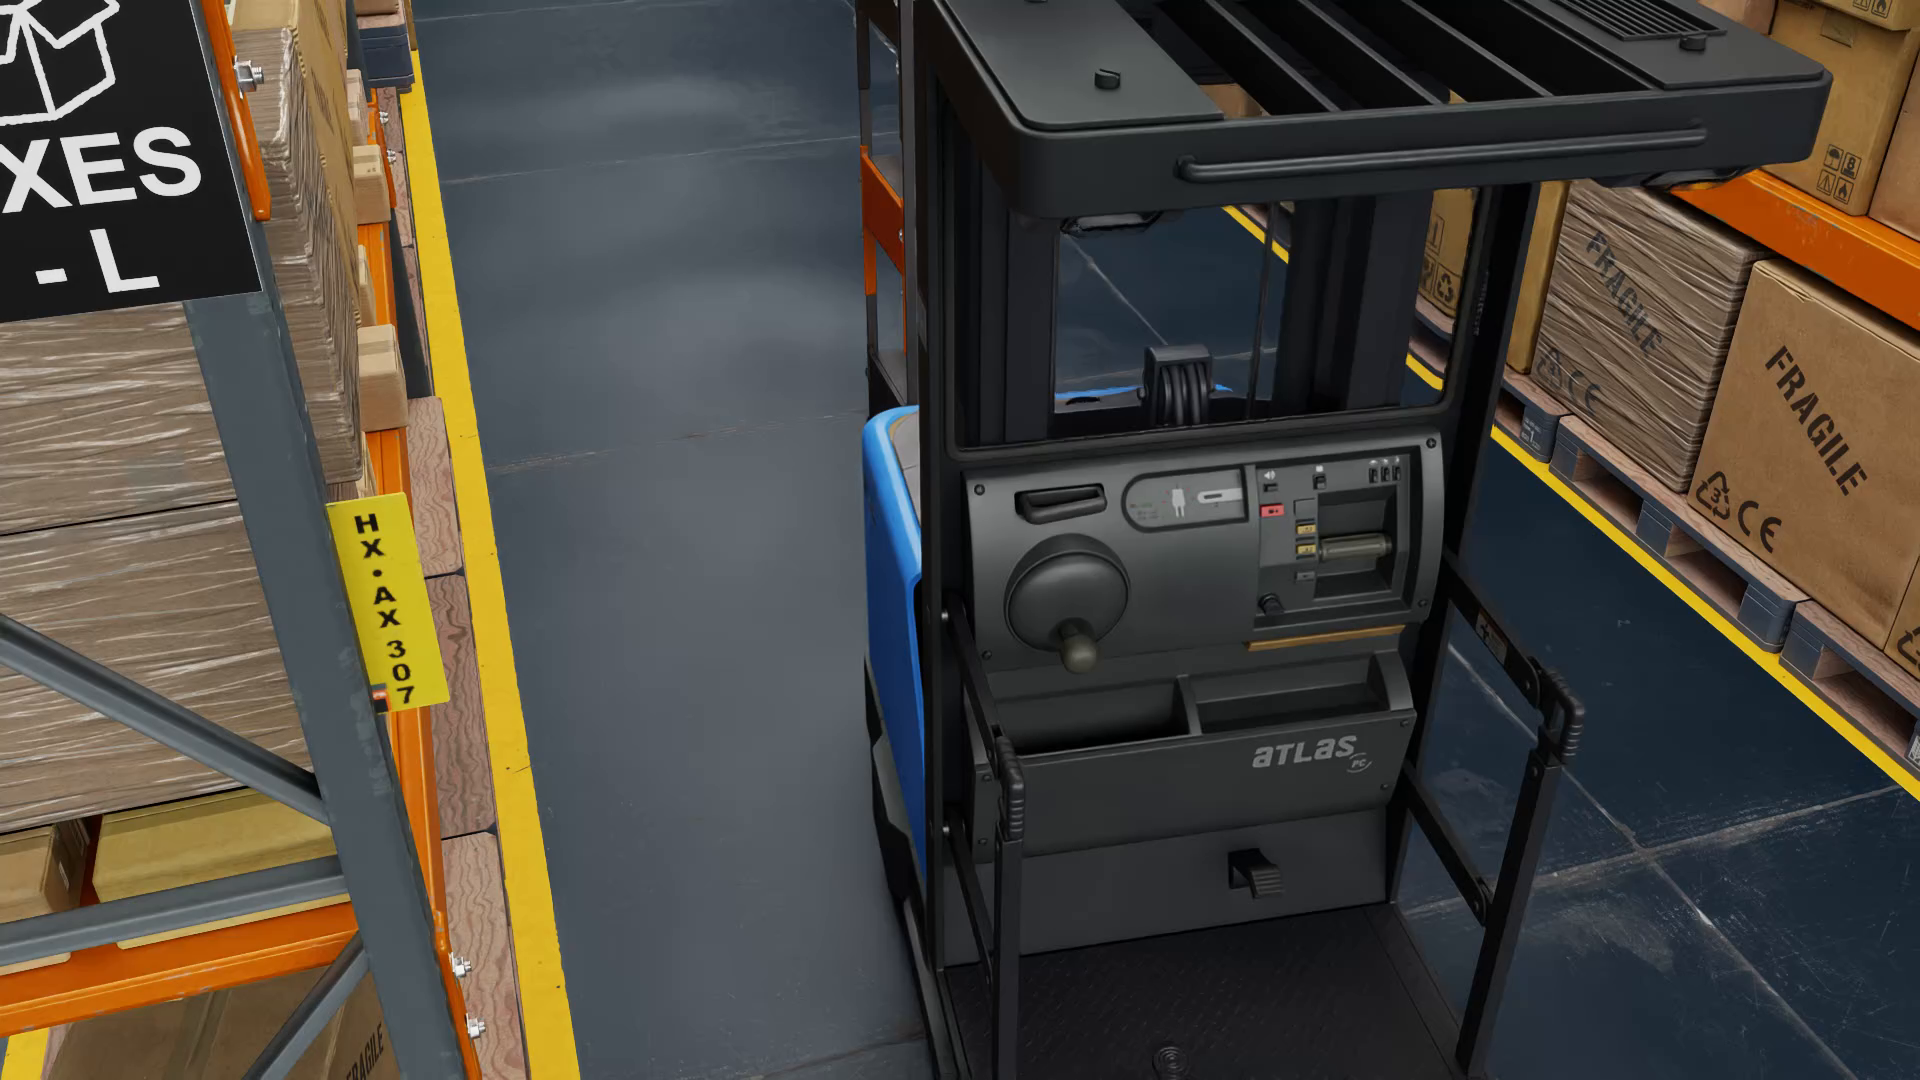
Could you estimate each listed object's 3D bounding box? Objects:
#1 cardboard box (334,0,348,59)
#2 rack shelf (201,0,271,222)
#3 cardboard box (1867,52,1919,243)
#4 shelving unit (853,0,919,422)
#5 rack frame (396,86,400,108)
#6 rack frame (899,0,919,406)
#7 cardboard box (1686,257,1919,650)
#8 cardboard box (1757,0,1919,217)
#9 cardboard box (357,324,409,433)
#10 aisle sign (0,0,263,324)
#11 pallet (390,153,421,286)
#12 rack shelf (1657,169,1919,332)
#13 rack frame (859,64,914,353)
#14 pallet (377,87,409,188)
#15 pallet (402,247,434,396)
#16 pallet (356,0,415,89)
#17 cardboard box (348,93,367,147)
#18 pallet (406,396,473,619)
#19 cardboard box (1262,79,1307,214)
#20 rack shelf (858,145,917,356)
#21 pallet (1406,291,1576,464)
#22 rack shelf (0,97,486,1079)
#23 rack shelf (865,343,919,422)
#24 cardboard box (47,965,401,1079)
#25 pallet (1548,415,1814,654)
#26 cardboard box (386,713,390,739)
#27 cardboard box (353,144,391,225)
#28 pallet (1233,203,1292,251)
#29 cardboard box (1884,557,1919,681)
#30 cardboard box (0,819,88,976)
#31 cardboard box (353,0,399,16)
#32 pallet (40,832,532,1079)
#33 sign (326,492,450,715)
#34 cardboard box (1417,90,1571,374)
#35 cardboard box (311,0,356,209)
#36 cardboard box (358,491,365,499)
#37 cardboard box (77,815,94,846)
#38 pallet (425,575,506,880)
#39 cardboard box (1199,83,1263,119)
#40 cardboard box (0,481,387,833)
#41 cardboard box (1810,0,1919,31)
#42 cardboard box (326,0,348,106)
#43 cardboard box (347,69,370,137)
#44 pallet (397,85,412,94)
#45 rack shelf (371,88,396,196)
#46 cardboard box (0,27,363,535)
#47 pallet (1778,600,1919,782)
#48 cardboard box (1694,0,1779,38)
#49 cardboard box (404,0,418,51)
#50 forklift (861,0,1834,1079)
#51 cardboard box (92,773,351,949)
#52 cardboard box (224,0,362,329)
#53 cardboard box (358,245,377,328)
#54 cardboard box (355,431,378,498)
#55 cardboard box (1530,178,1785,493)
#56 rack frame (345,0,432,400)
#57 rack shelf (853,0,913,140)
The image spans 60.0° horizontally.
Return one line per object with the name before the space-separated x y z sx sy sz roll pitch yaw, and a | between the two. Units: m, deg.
cardboard box | -1.759 -1.430 3.925 0.500 0.500 0.500 -10 35 -15
rack shelf | -1.854 -1.463 3.175 1.077 0.370 4.000 -10 35 -15
cardboard box | 3.115 -1.093 4.547 0.875 0.550 0.550 -10 35 -15
shelving unit | -0.050 -0.963 5.303 0.431 2.100 0.503 -10 35 -15
rack frame | -3.684 -3.662 8.571 1.000 3.000 0.127 -10 35 -15
rack frame | 0.024 -0.835 5.109 0.400 2.100 0.015 -10 35 -15
cardboard box | 2.971 -0.338 5.087 0.875 0.875 0.875 -11 35 -15
cardboard box | 2.914 -1.364 4.957 0.875 0.550 0.500 -10 35 -15
cardboard box | -1.469 -0.350 3.787 0.380 0.149 0.250 -10 35 -15
aisle sign | -0.939 -0.564 1.525 0.394 0.787 0.004 -10 35 -15
pallet | -3.078 -1.449 7.751 1.003 0.211 1.213 -10 35 -15
rack shelf | 2.901 -0.993 5.184 1.077 0.370 4.000 -10 35 -15
rack frame | -0.125 -1.091 5.497 0.400 2.100 0.015 -10 35 -15
pallet | -3.447 -2.088 8.718 1.003 0.211 1.213 -10 35 -15
pallet | -2.703 -0.807 6.780 1.003 0.211 1.213 -10 35 -15
pallet | -2.558 -1.907 6.090 1.003 0.211 1.213 -10 35 -15
cardboard box | -2.051 -1.261 5.165 0.380 0.149 0.250 -10 35 -15
pallet | -2.225 -0.052 5.637 1.003 0.211 1.213 -10 35 -15
cardboard box | 2.016 -1.890 7.549 1.050 0.750 0.750 -10 35 -15
rack shelf | -0.050 -0.952 5.310 0.431 0.518 0.480 -10 35 -15
pallet | 2.448 -0.767 6.719 1.003 0.211 1.213 -10 35 -15
rack shelf | -1.854 -0.212 4.002 1.077 0.370 4.000 -10 35 -15
rack shelf | -0.050 -0.368 5.696 0.431 0.518 0.480 -10 35 -15
cardboard box | -1.418 1.075 3.288 0.500 0.500 0.500 -4 34 -6
pallet | 2.824 -0.125 5.748 1.003 0.211 1.213 -10 35 -15
cardboard box | -1.161 0.319 2.774 0.380 0.149 0.250 -10 35 -15
cardboard box | -1.850 -1.007 4.781 0.380 0.149 0.250 -10 35 -15
pallet | 1.984 -1.572 7.937 1.003 0.211 1.213 -10 35 -15
cardboard box | 3.241 0.124 4.388 0.875 0.875 0.875 -10 35 -14
cardboard box | -1.527 0.528 2.458 0.380 0.149 0.250 -10 35 -15
cardboard box | -2.573 -2.428 5.778 1.000 1.000 1.000 -10 35 -14
pallet | -1.481 1.229 3.698 1.003 0.211 1.213 -10 35 -15
sign | -0.727 0.086 2.114 0.100 0.325 0.005 -10 35 -15
cardboard box | 2.416 -1.290 6.527 0.875 0.875 0.875 -9 35 -14
cardboard box | -1.452 -0.905 3.131 0.500 0.500 0.500 -10 35 -15
cardboard box | -1.319 0.057 3.170 0.380 0.149 0.250 -10 35 -15
cardboard box | -1.603 0.397 2.656 0.380 0.149 0.250 -10 35 -15
pallet | -1.849 0.590 4.666 1.003 0.211 1.213 -10 35 -15
cardboard box | 1.725 -2.397 8.317 1.050 0.750 0.750 -10 35 -15
cardboard box | -1.385 0.079 2.549 0.875 0.500 0.500 -10 35 -15
cardboard box | 2.852 -1.804 4.643 0.875 0.550 0.500 -10 35 -15
cardboard box | -1.610 -1.167 3.527 0.500 0.500 0.500 -10 35 -15
cardboard box | -2.118 -1.393 5.366 0.380 0.149 0.250 -10 35 -15
pallet | -3.853 -2.925 9.985 1.003 0.211 1.213 -10 35 -15
rack shelf | -3.074 -2.312 7.180 1.077 0.370 4.000 -10 35 -15
cardboard box | -1.152 -0.379 2.336 0.500 0.500 0.500 -10 35 -15
pallet | 3.192 0.514 4.781 1.003 0.211 1.213 -10 35 -15
cardboard box | 2.657 -1.625 5.353 0.875 0.550 0.550 -10 35 -15
cardboard box | -3.875 -3.316 9.594 1.225 0.875 0.875 -12 35 -17
forklift | 0.516 0.077 2.975 1.130 2.935 3.031 -6 34 -9
cardboard box | -1.103 0.453 2.571 0.380 0.149 0.250 -10 35 -15
cardboard box | -1.298 -0.643 2.735 0.500 0.500 0.500 -10 35 -15
cardboard box | -1.675 -0.603 4.170 0.380 0.149 0.250 -10 35 -15
cardboard box | -1.389 -0.075 3.371 0.380 0.149 0.250 -10 35 -15
cardboard box | 2.694 -0.817 5.812 0.875 0.875 0.875 -10 35 -14
rack frame | -2.464 -1.562 5.393 1.000 3.000 0.127 -10 35 -15
rack shelf | -0.050 -1.536 4.924 0.431 0.518 0.480 -10 35 -15
